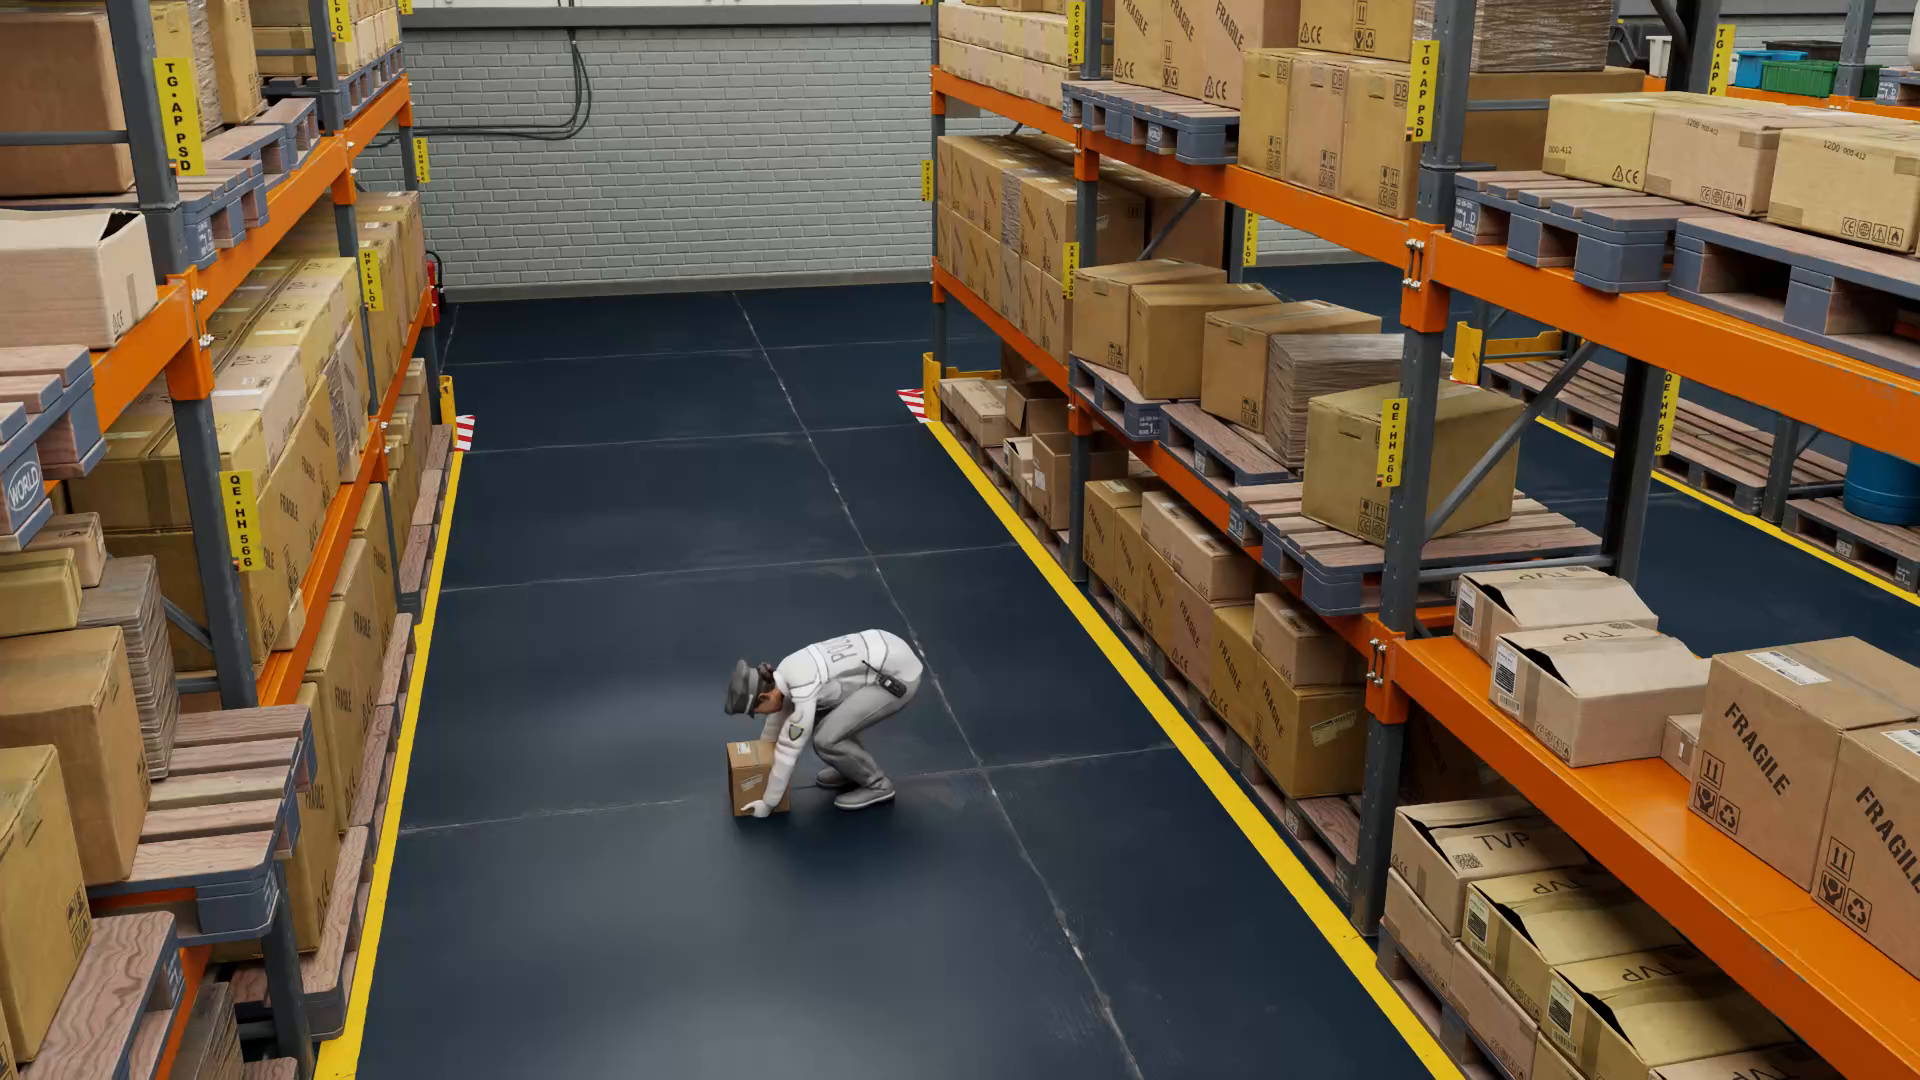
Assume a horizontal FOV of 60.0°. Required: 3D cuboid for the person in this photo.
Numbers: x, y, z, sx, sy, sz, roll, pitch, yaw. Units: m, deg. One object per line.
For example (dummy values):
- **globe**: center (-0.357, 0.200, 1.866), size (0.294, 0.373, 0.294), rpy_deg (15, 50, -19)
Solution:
- **person**: center (-0.620, 0.838, 7.599), size (0.908, 0.791, 0.457), rpy_deg (-5, 20, -14)
